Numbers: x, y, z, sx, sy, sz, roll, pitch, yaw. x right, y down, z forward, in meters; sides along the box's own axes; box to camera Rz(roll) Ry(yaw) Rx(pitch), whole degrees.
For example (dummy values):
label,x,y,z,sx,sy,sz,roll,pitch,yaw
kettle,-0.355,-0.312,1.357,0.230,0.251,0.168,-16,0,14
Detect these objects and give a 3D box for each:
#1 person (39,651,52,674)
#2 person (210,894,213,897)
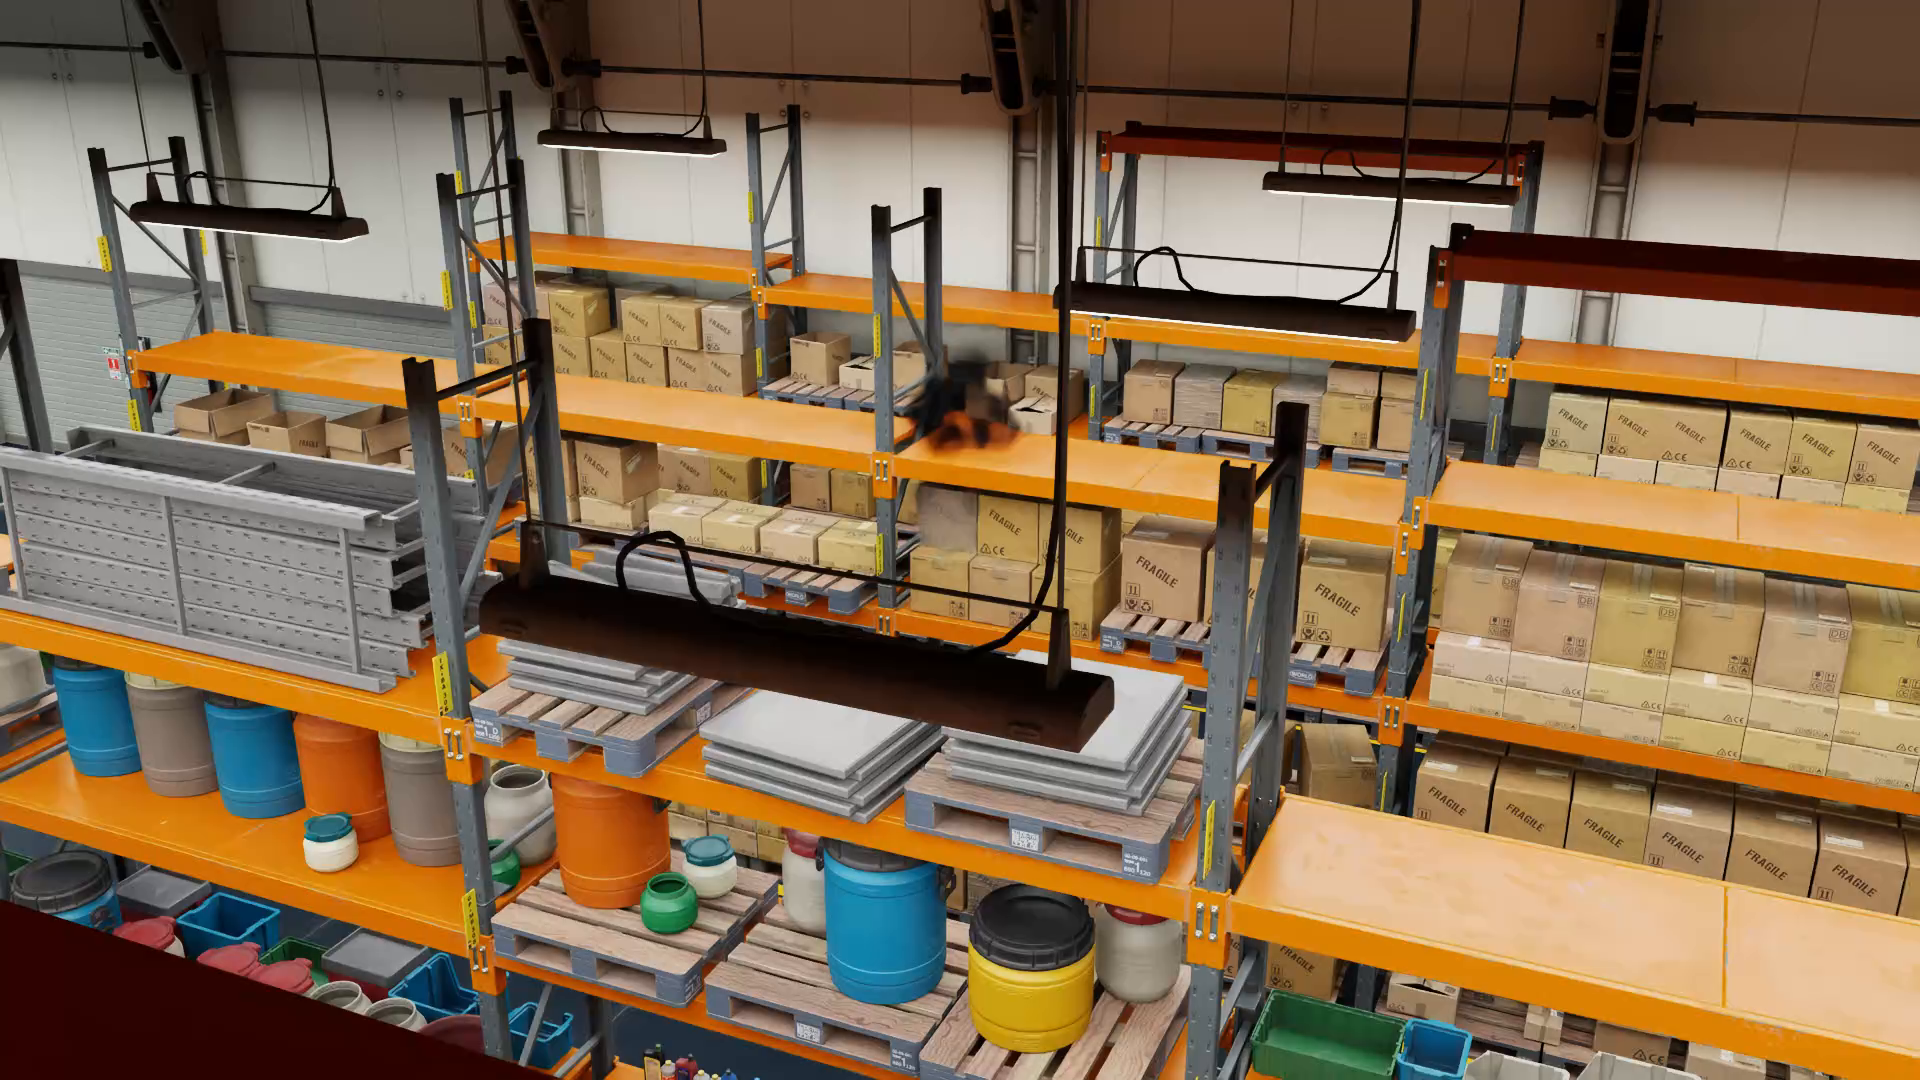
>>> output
label,x,y,z,sx,sy,sz,roll,pitch,yaw
person,-9.587,0.956,17.630,0.603,1.763,0.689,-14,24,-32
person,-6.291,2.601,13.449,0.879,1.597,0.540,8,22,20
